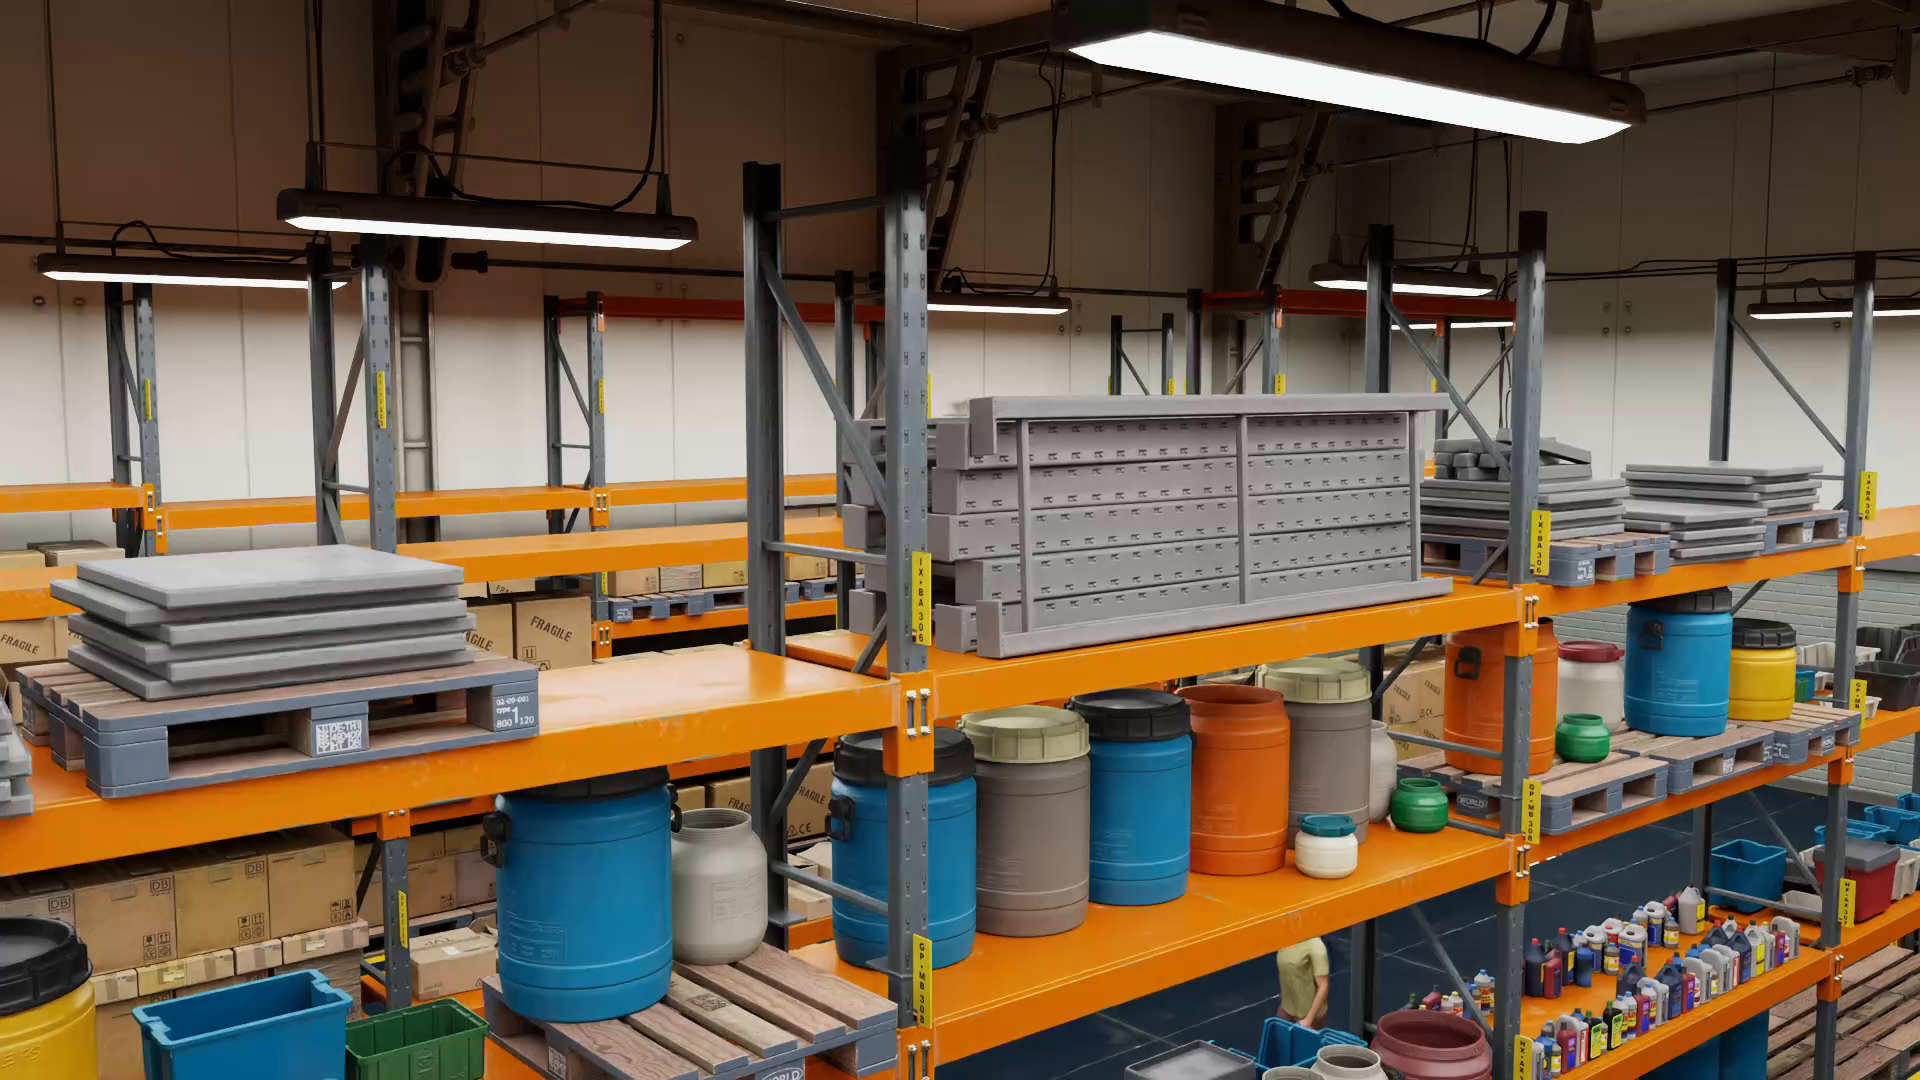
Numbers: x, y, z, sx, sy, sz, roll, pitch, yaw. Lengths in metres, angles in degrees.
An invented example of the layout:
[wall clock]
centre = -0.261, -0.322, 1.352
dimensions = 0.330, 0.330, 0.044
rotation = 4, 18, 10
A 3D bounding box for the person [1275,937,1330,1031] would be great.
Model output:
[person]
centre = 2.403, 3.272, 11.510
dimensions = 0.579, 1.580, 0.622
rotation = -3, 6, -26
